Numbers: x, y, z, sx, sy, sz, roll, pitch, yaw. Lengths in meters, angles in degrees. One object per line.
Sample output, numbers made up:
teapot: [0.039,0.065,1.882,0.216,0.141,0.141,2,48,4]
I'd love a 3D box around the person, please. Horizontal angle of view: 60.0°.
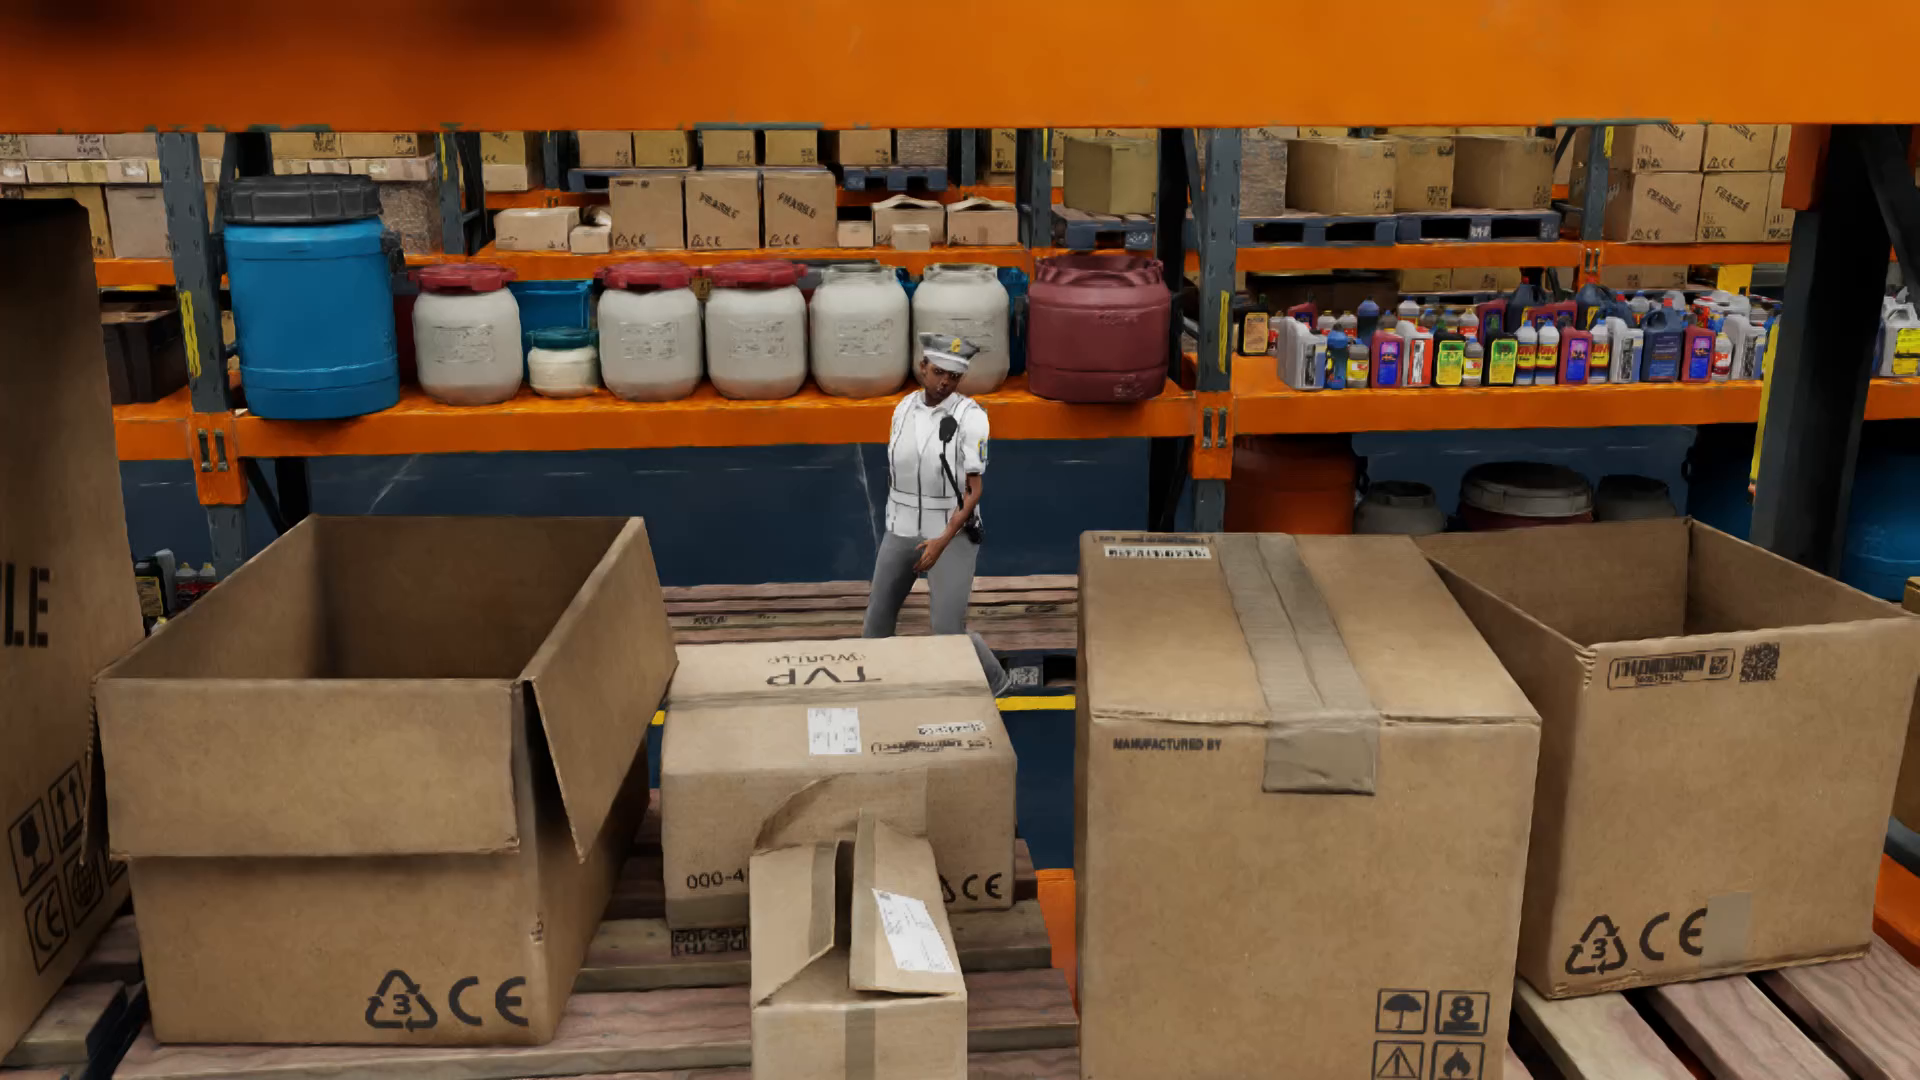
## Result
person: [-0.191,-0.014,6.608,0.654,1.650,0.591,7,18,21]
